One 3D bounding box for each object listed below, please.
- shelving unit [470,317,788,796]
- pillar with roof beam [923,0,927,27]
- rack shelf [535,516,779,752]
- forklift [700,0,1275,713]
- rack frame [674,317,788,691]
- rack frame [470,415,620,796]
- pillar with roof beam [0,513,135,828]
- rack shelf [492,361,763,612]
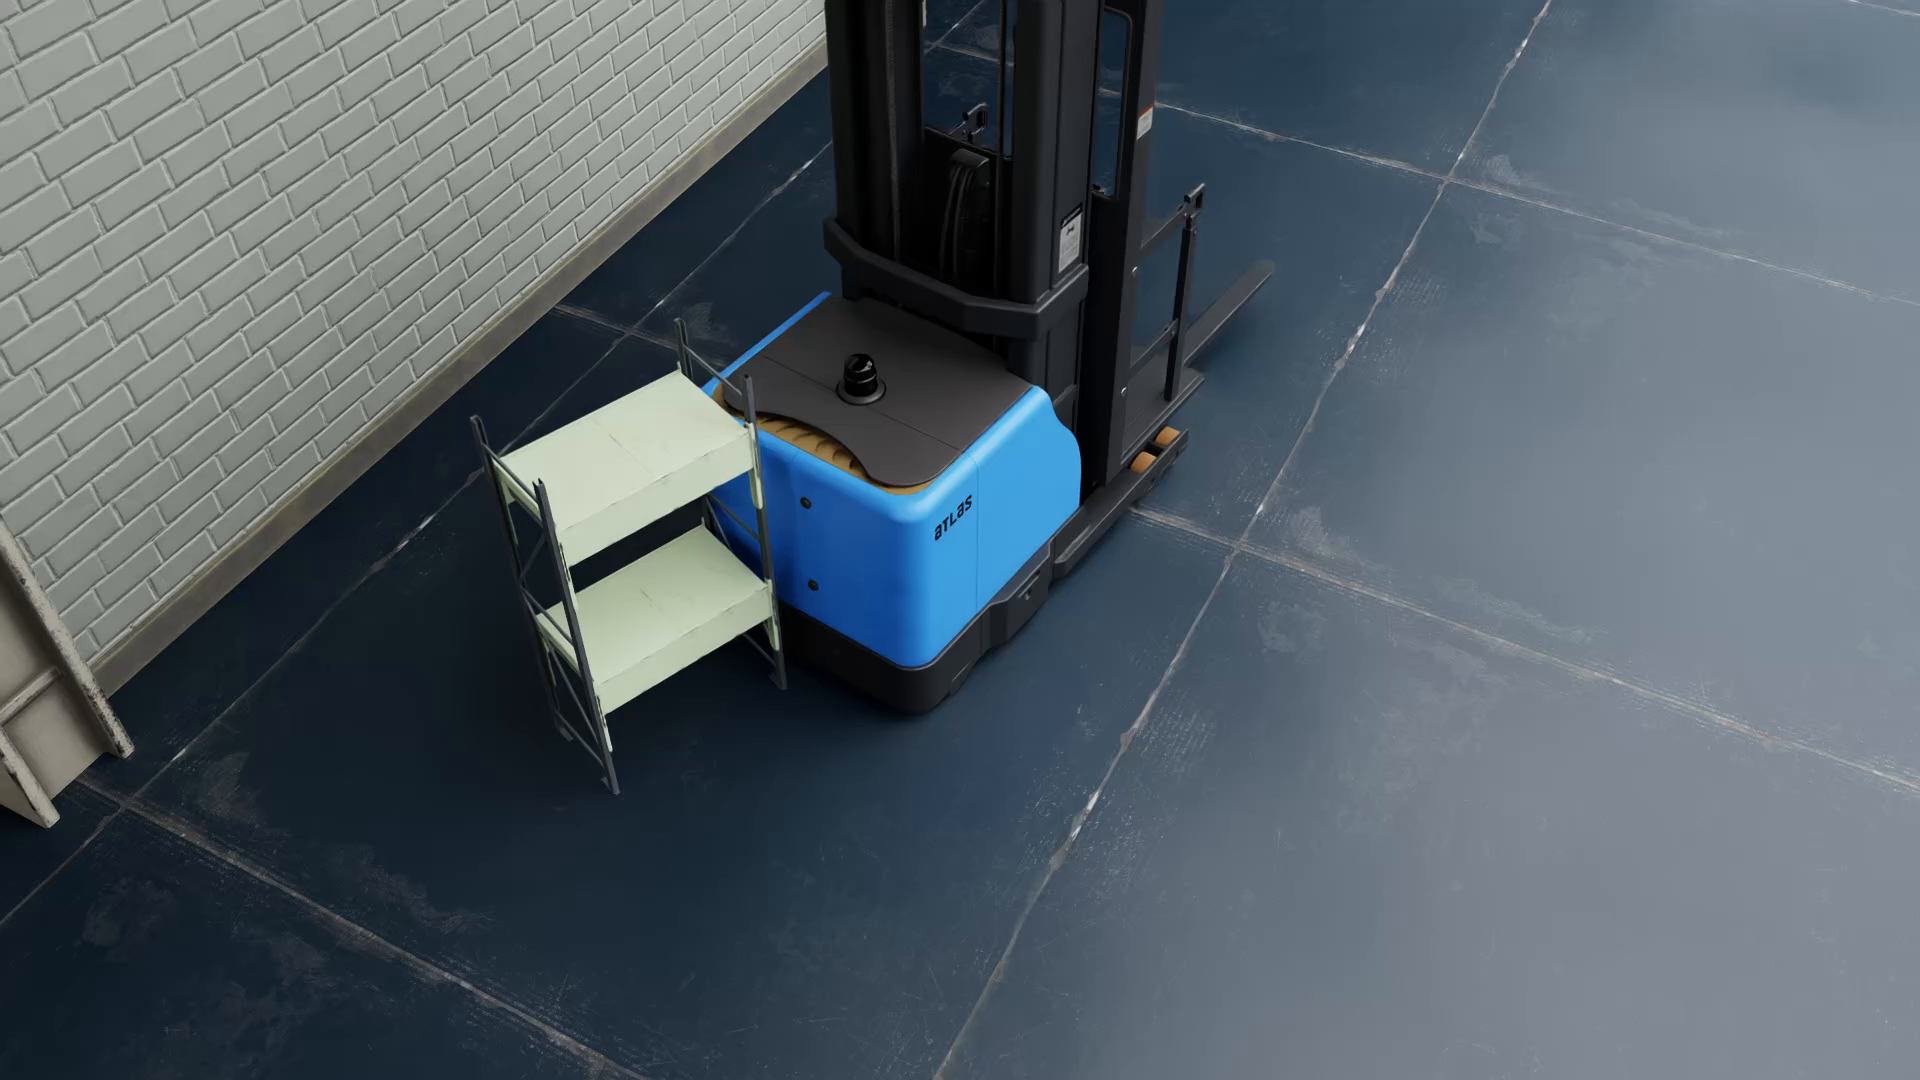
[{"bbox_3d":[-1.060,0.092,5.604,0.755,1.500,0.431,-31,53,-27],"label":"shelving unit"},{"bbox_3d":[3.394,-4.696,5.064,9.100,9.000,0.400,20,49,19],"label":"pillar with roof beam"},{"bbox_3d":[-1.060,0.321,5.836,0.720,0.370,0.431,-31,53,-27],"label":"rack shelf"},{"bbox_3d":[0.309,-1.415,6.087,1.130,2.935,3.031,27,51,24],"label":"forklift"},{"bbox_3d":[-0.782,-0.077,5.772,0.023,1.500,0.400,-31,53,-27],"label":"rack frame"},{"bbox_3d":[-1.338,0.262,5.437,0.023,1.500,0.400,-31,53,-27],"label":"rack frame"},{"bbox_3d":[0.609,-0.916,1.328,9.100,9.000,0.400,20,49,19],"label":"pillar with roof beam"},{"bbox_3d":[-1.060,-0.182,5.327,0.720,0.370,0.431,-31,53,-27],"label":"rack shelf"}]
